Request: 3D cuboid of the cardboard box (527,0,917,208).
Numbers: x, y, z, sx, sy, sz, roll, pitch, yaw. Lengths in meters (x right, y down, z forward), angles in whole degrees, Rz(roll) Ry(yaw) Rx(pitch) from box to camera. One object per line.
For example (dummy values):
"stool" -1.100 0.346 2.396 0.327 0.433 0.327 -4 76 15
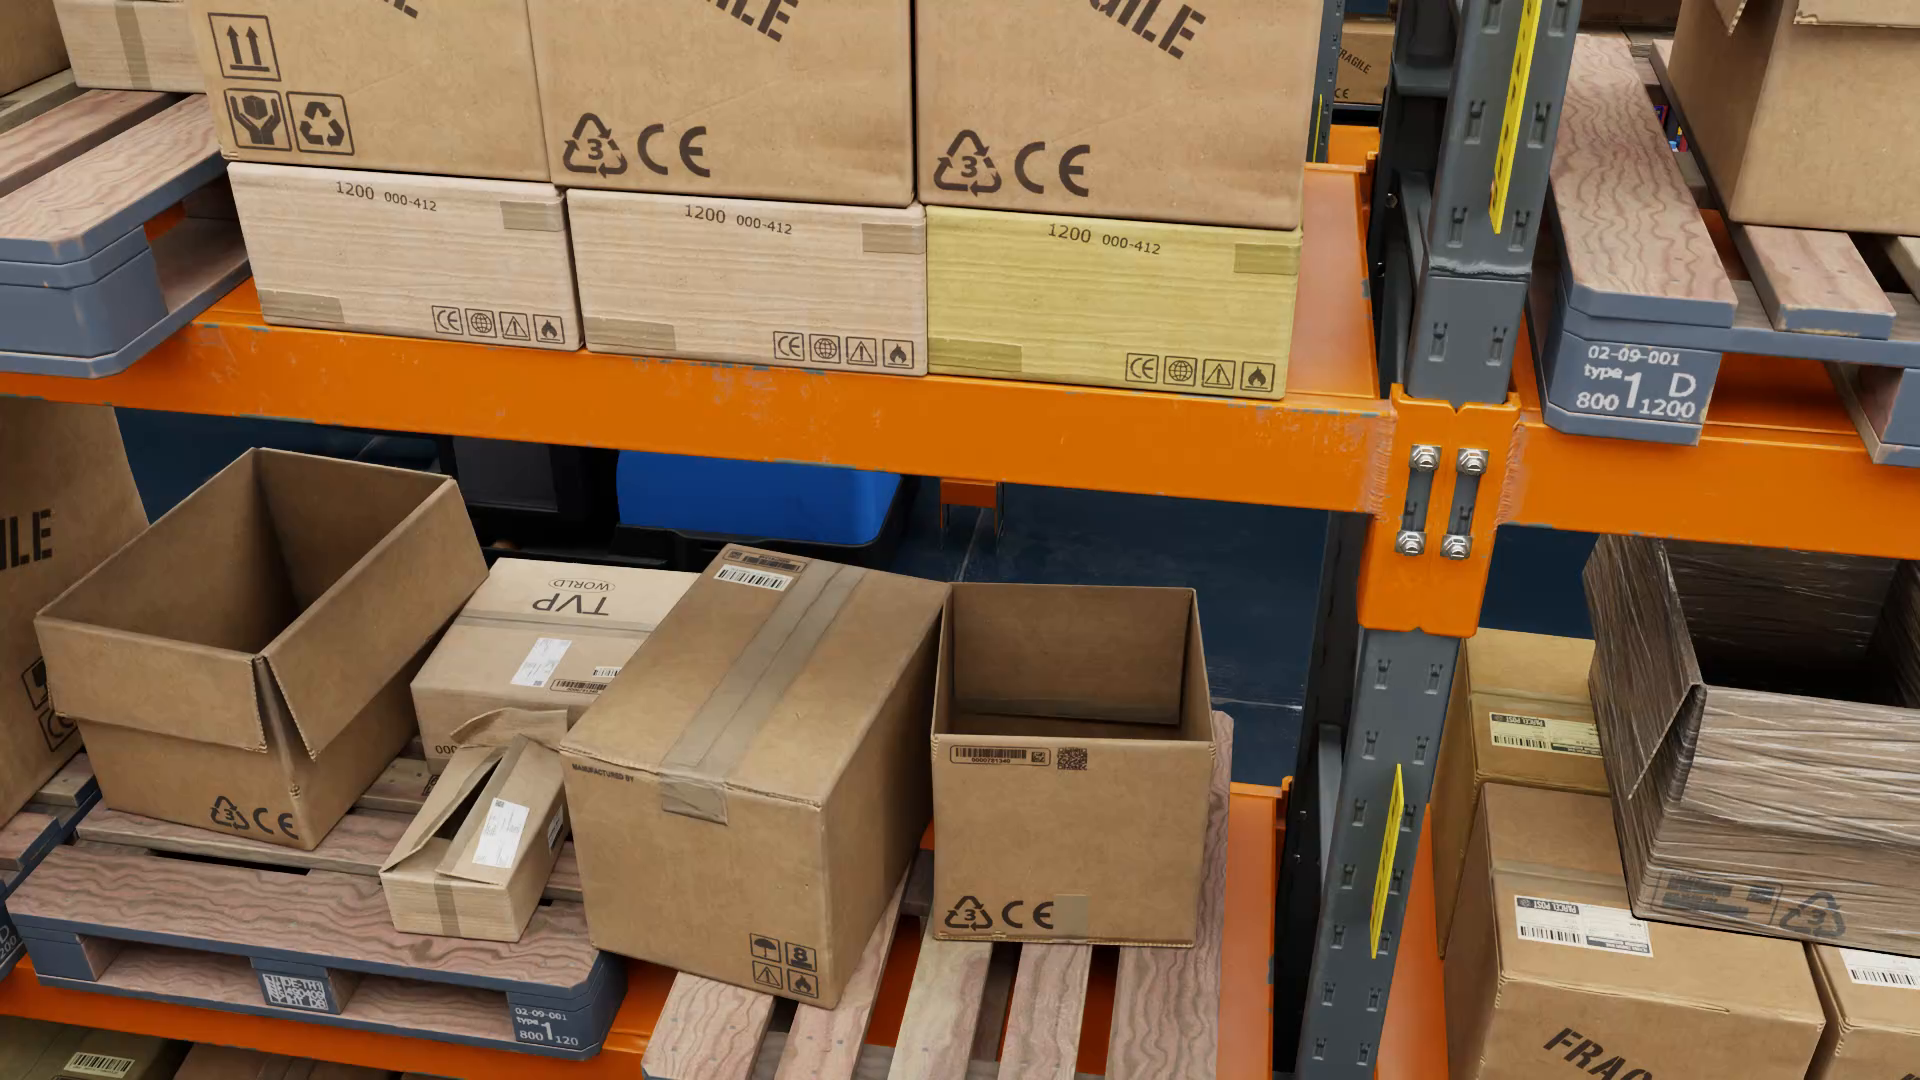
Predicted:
"cardboard box" -0.271 -0.801 2.310 0.500 0.500 0.500 5 32 8

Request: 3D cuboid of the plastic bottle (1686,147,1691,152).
"plastic bottle" 3.085 -1.530 6.977 0.133 0.283 0.061 5 32 8

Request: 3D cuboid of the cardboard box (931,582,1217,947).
"cardboard box" 0.209 0.429 3.248 0.500 0.500 0.500 1 32 2

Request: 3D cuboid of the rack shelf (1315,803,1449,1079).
"rack shelf" 2.720 1.160 3.248 4.000 0.370 1.077 5 32 8

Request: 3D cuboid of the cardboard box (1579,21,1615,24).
"cardboard box" 4.408 -3.580 12.084 0.500 0.500 0.500 4 32 6

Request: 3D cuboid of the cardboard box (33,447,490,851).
"cardboard box" -1.470 0.204 3.604 0.637 0.503 0.797 8 33 13

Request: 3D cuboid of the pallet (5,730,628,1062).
"pallet" -1.210 0.602 3.641 1.213 0.211 1.003 5 32 8

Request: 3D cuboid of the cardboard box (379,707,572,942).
"cardboard box" -0.941 0.548 3.279 0.258 0.266 0.396 4 32 7

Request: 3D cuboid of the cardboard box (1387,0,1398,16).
"cardboard box" 3.380 -3.670 12.228 0.500 0.500 0.500 6 33 10

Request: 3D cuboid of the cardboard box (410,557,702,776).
"cardboard box" -0.865 0.292 3.702 0.500 0.250 0.500 4 32 7

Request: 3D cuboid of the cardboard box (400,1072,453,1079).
"cardboard box" -1.025 1.410 4.111 0.500 0.500 0.700 8 33 12

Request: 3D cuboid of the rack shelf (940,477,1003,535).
"rack shelf" 0.053 -0.196 7.117 0.240 0.259 0.215 5 32 8

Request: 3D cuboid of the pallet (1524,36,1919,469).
"pallet" 1.392 -0.485 2.549 1.003 0.211 1.213 7 33 10

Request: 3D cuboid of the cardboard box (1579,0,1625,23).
"cardboard box" 4.445 -3.896 11.882 0.500 0.250 0.500 5 32 7

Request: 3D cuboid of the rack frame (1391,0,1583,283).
"rack frame" 0.748 -1.866 1.750 0.127 3.000 1.000 5 32 8

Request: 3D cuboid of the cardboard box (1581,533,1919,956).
"cardboard box" 1.466 0.283 2.932 0.637 0.503 0.797 6 33 10

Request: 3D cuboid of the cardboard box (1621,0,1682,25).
"cardboard box" 4.940 -3.852 11.811 0.500 0.250 0.500 5 32 8

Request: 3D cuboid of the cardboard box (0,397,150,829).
"cardboard box" -2.435 0.031 3.412 1.000 1.000 1.000 5 32 9

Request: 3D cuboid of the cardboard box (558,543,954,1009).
"cardboard box" -0.358 0.431 3.244 0.500 0.500 0.700 10 33 15

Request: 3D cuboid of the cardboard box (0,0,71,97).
"cardboard box" -1.819 -0.996 2.694 0.637 0.503 0.797 6 33 10

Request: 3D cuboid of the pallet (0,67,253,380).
"pallet" -1.581 -0.671 2.844 1.003 0.211 1.213 5 32 8

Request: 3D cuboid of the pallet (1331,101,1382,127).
"pallet" 3.148 -3.236 12.221 1.213 0.211 1.003 5 32 8

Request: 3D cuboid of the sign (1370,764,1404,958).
"sign" 0.666 0.504 2.601 0.005 0.325 0.100 5 32 8

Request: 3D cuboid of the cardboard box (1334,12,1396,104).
"cardboard box" 2.819 -3.441 11.862 0.500 0.500 0.500 7 33 10

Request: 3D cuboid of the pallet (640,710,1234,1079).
"pallet" 0.028 0.750 3.406 1.003 0.211 1.213 5 32 8

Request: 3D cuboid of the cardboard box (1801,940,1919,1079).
"cardboard box" 1.690 0.865 2.947 0.500 0.500 0.500 4 32 7

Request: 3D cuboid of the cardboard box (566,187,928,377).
"cardboard box" -0.253 -0.483 2.508 0.500 0.250 0.500 5 32 8

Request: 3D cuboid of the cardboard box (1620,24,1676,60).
"cardboard box" 4.847 -3.262 11.575 0.500 0.500 0.500 6 32 9

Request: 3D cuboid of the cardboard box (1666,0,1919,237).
"cardboard box" 1.362 -0.800 2.381 0.637 0.503 0.797 7 33 11

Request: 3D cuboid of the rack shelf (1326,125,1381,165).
"rack shelf" 3.553 -1.430 7.386 4.000 0.370 1.077 5 32 8

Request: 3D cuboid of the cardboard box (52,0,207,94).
"cardboard box" -1.330 -0.916 2.883 0.250 0.166 0.380 4 32 7

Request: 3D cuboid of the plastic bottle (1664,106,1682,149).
"plastic bottle" 3.329 -1.942 7.572 0.185 0.351 0.144 5 32 8

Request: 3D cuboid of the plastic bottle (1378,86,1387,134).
"plastic bottle" 2.052 -2.052 7.810 0.133 0.283 0.061 5 32 8

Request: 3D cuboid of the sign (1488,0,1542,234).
"sign" 0.655 -0.531 1.956 0.005 0.325 0.100 5 32 8

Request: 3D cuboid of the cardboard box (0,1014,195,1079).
"cardboard box" -2.126 1.311 4.270 0.500 0.500 0.700 5 32 8

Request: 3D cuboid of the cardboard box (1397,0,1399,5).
"cardboard box" 3.436 -3.986 12.025 0.500 0.250 0.500 6 33 10

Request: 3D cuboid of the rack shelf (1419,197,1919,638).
"rack shelf" 2.720 -0.112 2.452 4.000 0.370 1.077 5 32 8

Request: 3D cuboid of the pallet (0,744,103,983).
"pallet" -2.466 0.545 3.733 1.213 0.211 1.003 5 32 8

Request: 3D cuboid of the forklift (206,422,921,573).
"forklift" -1.741 -1.351 6.646 3.031 2.935 1.130 5 32 8

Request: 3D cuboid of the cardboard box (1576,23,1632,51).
"cardboard box" 4.345 -3.306 11.646 0.500 0.500 0.500 4 32 7

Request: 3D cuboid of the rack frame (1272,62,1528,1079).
"rack frame" 0.748 0.676 3.342 0.127 3.000 1.000 5 32 8

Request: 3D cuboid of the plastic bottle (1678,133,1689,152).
"plastic bottle" 3.337 -1.858 7.501 0.133 0.283 0.061 5 32 8

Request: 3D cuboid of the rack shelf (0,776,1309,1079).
"rack shelf" -1.223 0.803 3.818 4.000 0.370 1.077 5 32 8

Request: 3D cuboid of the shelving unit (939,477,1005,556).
"shelving unit" 0.053 -0.440 6.964 0.252 1.050 0.215 5 32 8

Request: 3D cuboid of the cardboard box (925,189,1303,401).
"cardboard box" 0.238 -0.446 2.449 0.500 0.250 0.500 5 32 8

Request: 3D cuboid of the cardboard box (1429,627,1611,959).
"cardboard box" 1.276 0.549 3.452 0.500 0.500 0.500 6 33 10

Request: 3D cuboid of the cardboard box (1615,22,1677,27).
"cardboard box" 4.907 -3.535 12.012 0.500 0.500 0.500 6 32 9

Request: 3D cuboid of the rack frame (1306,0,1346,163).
"rack frame" 1.582 -1.914 7.481 0.127 3.000 1.000 5 32 8

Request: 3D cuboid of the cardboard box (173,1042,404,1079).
"cardboard box" -1.575 1.361 4.190 0.500 0.500 0.700 3 32 4

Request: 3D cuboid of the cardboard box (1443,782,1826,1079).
"cardboard box" 1.182 0.820 3.019 0.500 0.500 0.500 6 33 10

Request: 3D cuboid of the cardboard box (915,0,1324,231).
"cardboard box" 0.236 -0.761 2.246 0.500 0.500 0.500 6 33 9

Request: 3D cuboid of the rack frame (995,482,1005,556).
"rack frame" 0.173 -0.429 6.946 0.008 1.050 0.200 5 32 8

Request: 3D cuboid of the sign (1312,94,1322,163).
"sign" 1.496 -1.695 6.977 0.005 0.325 0.100 5 32 8

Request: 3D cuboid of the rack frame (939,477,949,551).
"rack frame" -0.068 -0.451 6.981 0.008 1.050 0.200 5 32 8

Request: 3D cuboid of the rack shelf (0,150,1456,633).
"rack shelf" -1.223 -0.469 3.022 4.000 0.370 1.077 5 32 8

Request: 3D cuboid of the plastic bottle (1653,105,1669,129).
"plastic bottle" 3.179 -1.949 7.647 0.133 0.283 0.061 5 32 8

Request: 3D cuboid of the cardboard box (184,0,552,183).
"cardboard box" -0.757 -0.853 2.394 0.500 0.500 0.500 6 32 9

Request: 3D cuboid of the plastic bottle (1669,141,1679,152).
"plastic bottle" 2.974 -1.545 7.012 0.097 0.271 0.097 0 32 0

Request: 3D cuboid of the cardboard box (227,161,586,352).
"cardboard box" -0.748 -0.529 2.582 0.500 0.250 0.500 6 33 10
